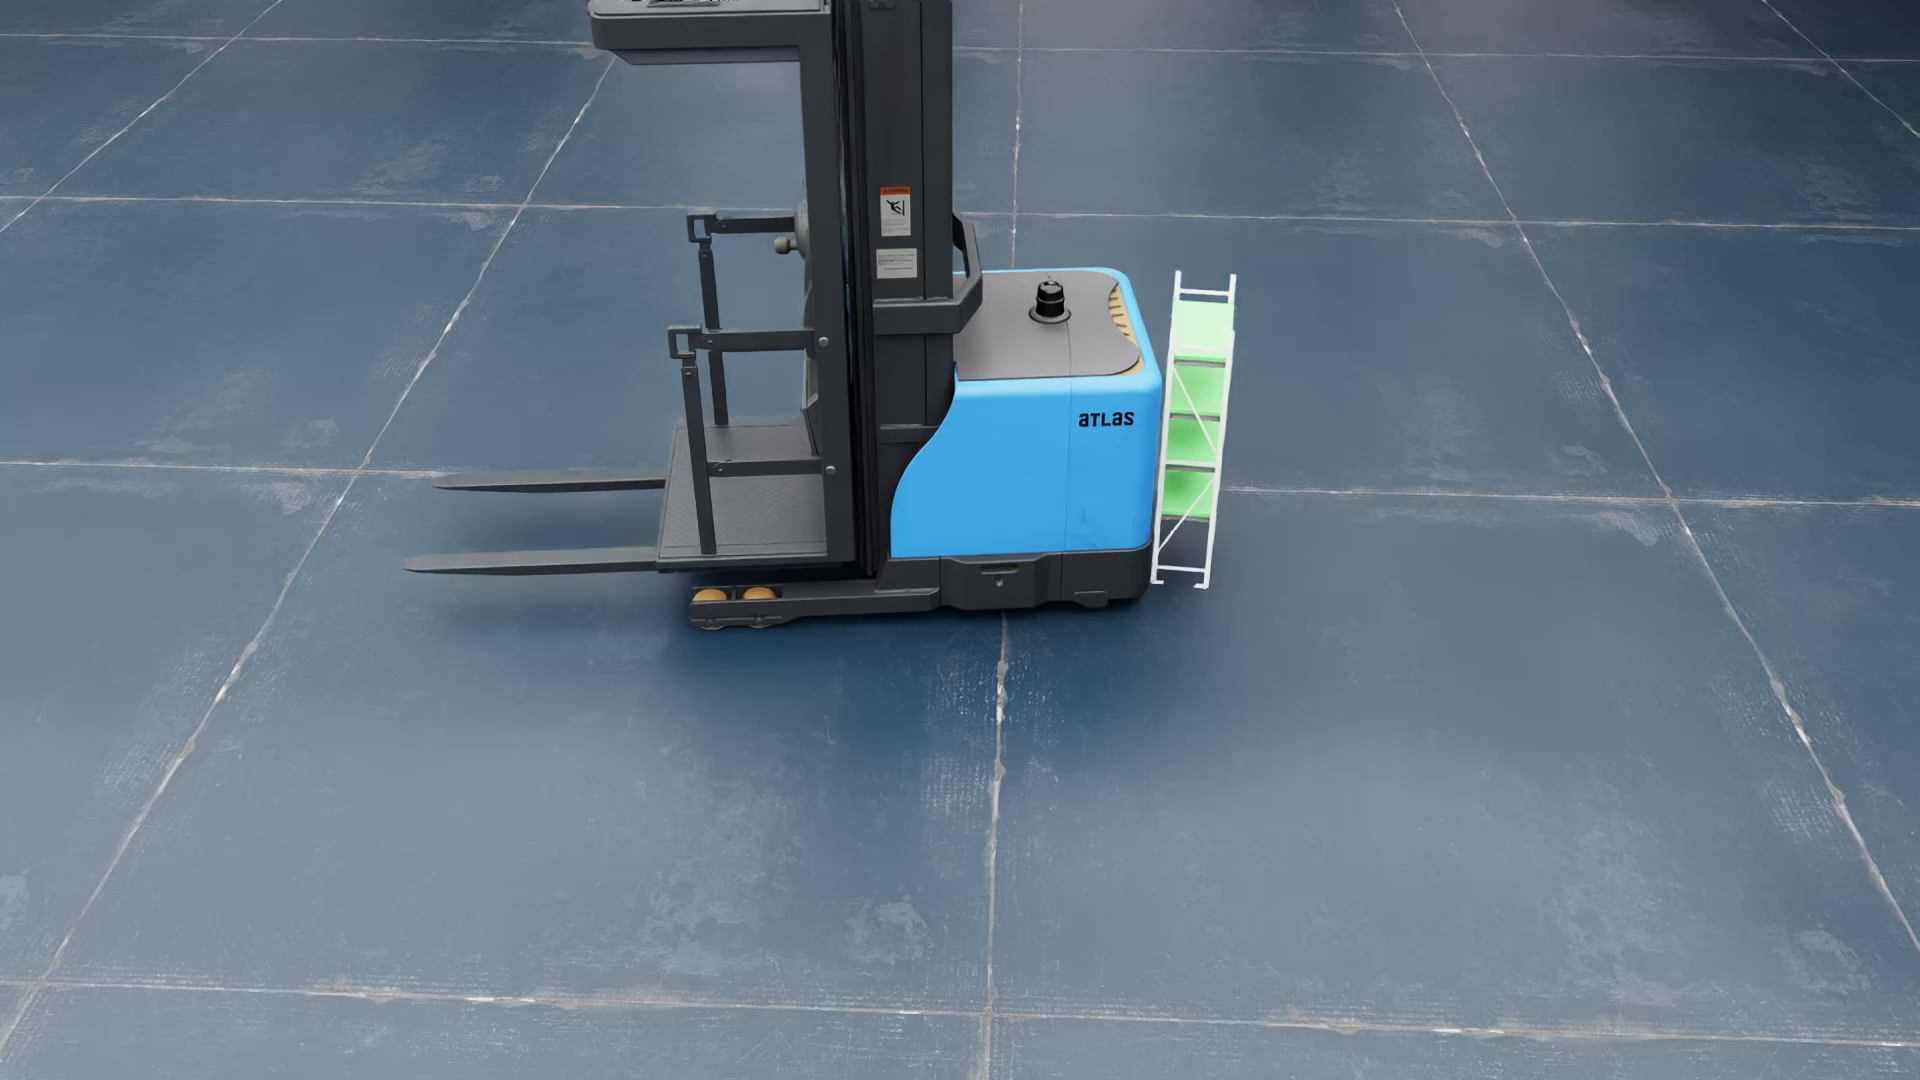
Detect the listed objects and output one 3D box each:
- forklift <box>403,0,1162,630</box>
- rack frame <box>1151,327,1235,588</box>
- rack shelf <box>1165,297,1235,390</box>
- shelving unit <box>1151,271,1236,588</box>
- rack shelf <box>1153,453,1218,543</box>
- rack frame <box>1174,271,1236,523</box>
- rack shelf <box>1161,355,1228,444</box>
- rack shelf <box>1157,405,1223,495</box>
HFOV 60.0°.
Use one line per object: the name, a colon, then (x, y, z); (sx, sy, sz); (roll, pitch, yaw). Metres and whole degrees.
forklift: (-0.758, -1.150, 6.337); (3.031, 2.935, 1.130); (-2, 35, -3)
rack frame: (0.920, -0.302, 6.636); (0.240, 1.200, 0.015); (5, 35, 7)
rack shelf: (0.954, -0.782, 6.594); (0.258, 0.148, 0.480); (5, 35, 7)
shelving unit: (0.955, -0.442, 6.833); (0.258, 1.200, 0.503); (5, 35, 7)
rack shelf: (0.956, -0.193, 7.008); (0.258, 0.148, 0.480); (5, 35, 7)
rack frame: (0.991, -0.581, 7.031); (0.240, 1.200, 0.015); (5, 35, 7)
rack shelf: (0.955, -0.586, 6.732); (0.258, 0.148, 0.480); (5, 35, 7)
rack shelf: (0.955, -0.389, 6.870); (0.258, 0.148, 0.480); (5, 35, 7)
